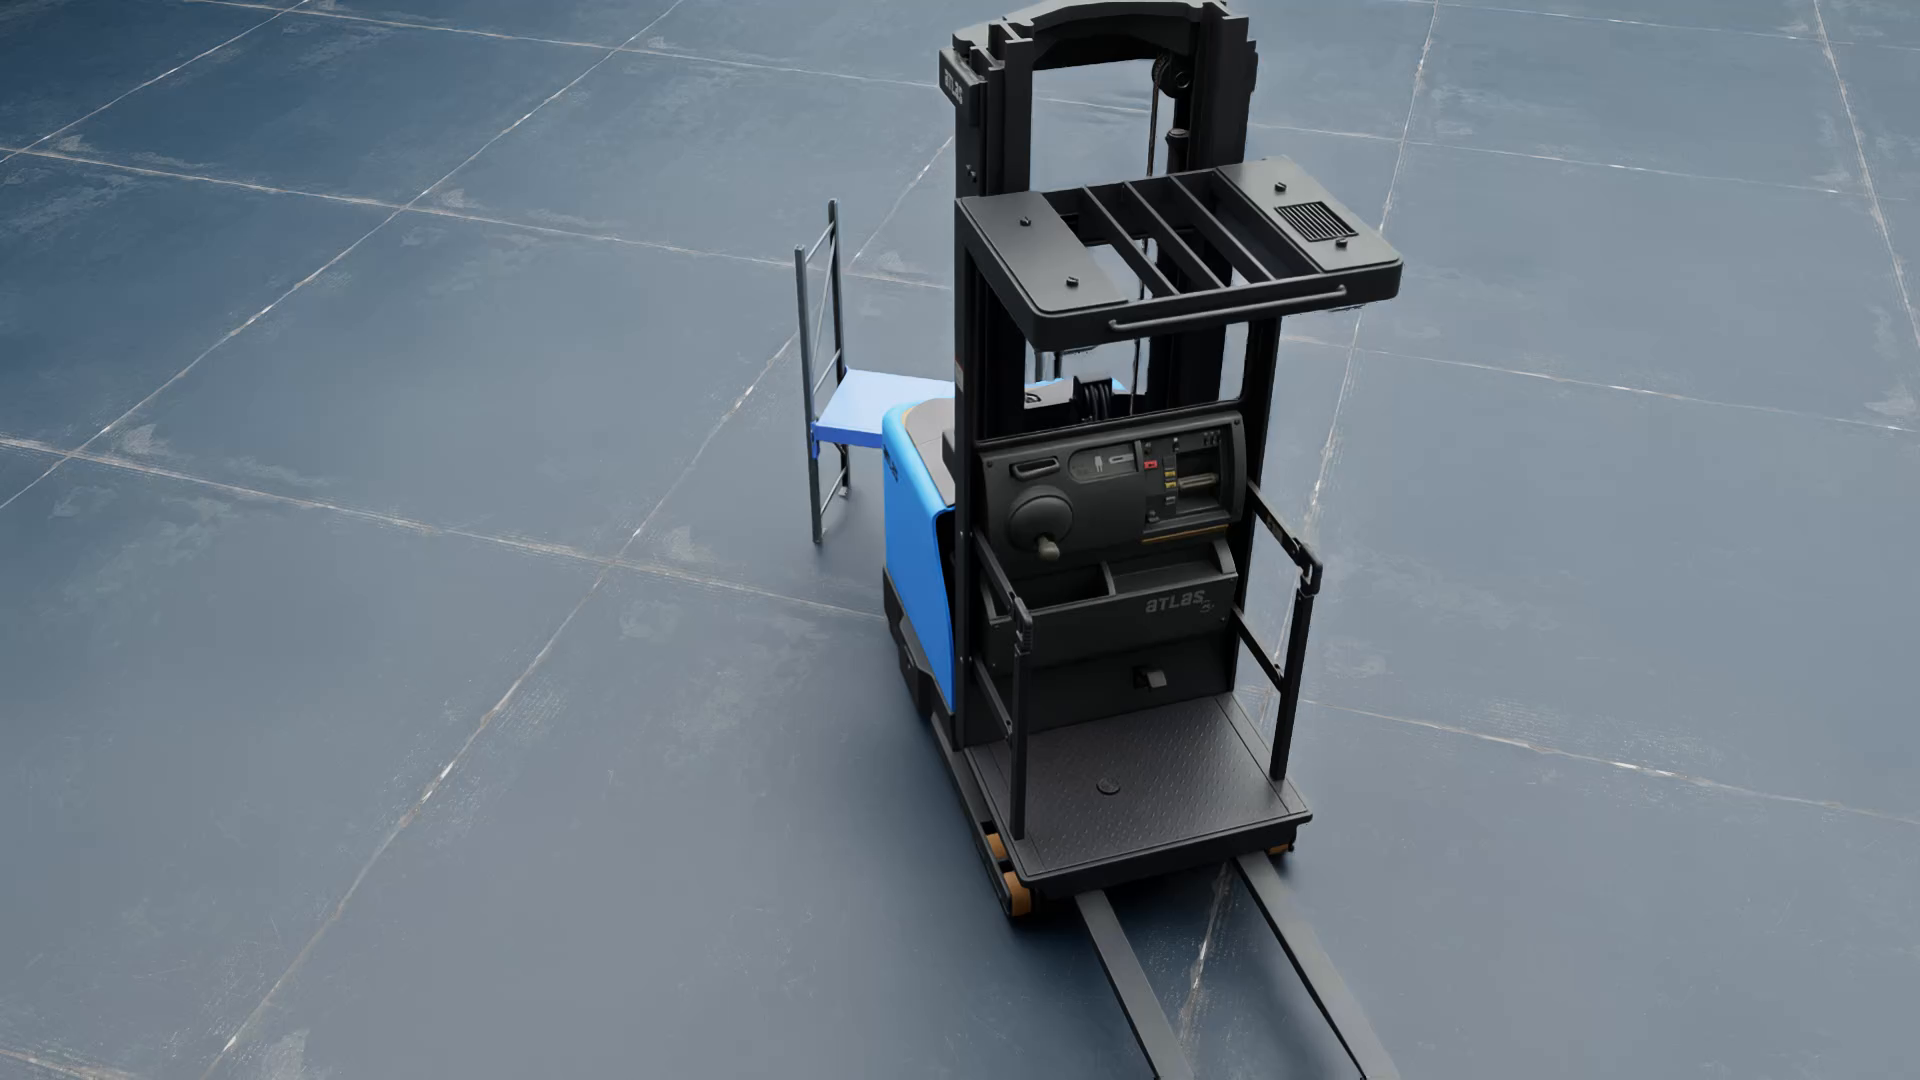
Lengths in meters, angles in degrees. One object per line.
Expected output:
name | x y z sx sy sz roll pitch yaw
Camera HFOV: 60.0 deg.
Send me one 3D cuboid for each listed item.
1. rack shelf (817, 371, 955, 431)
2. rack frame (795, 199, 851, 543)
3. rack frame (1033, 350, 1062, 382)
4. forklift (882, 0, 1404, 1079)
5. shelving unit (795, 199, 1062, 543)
rack shelf | -0.114 -0.559 7.465 0.952 0.062 0.459 8 37 11
rack frame | -0.608 -0.736 7.485 0.032 1.500 0.500 8 37 11
rack frame | 0.379 -0.592 7.289 0.032 1.500 0.500 8 37 11
forklift | 0.590 -0.106 5.422 1.130 2.935 3.031 -10 38 -14
shelving unit | -0.114 -0.664 7.387 1.048 1.500 0.500 8 37 11
